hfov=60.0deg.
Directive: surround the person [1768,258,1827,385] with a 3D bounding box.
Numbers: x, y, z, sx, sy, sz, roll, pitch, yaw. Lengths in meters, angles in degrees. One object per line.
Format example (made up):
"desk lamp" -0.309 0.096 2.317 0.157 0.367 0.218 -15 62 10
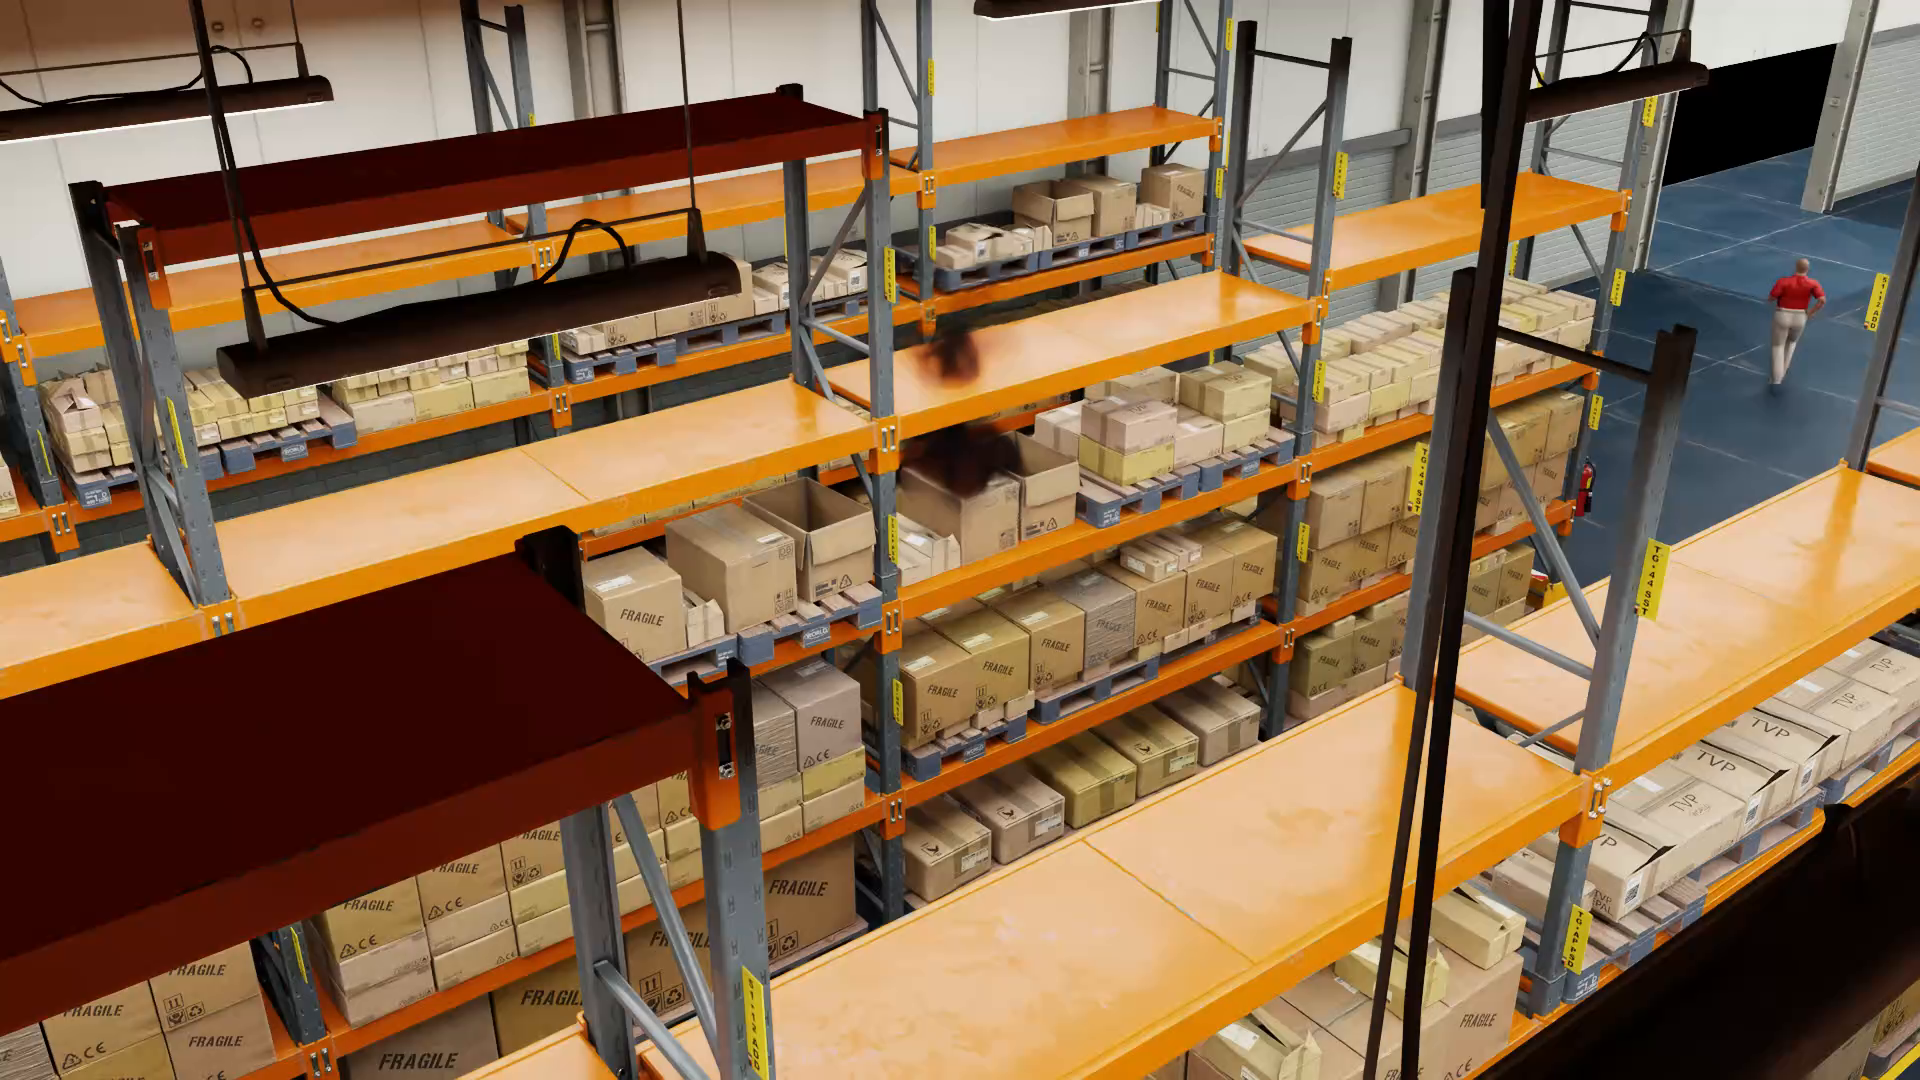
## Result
"person" 10.956 -2.851 21.981 0.643 1.792 0.765 5 27 11
